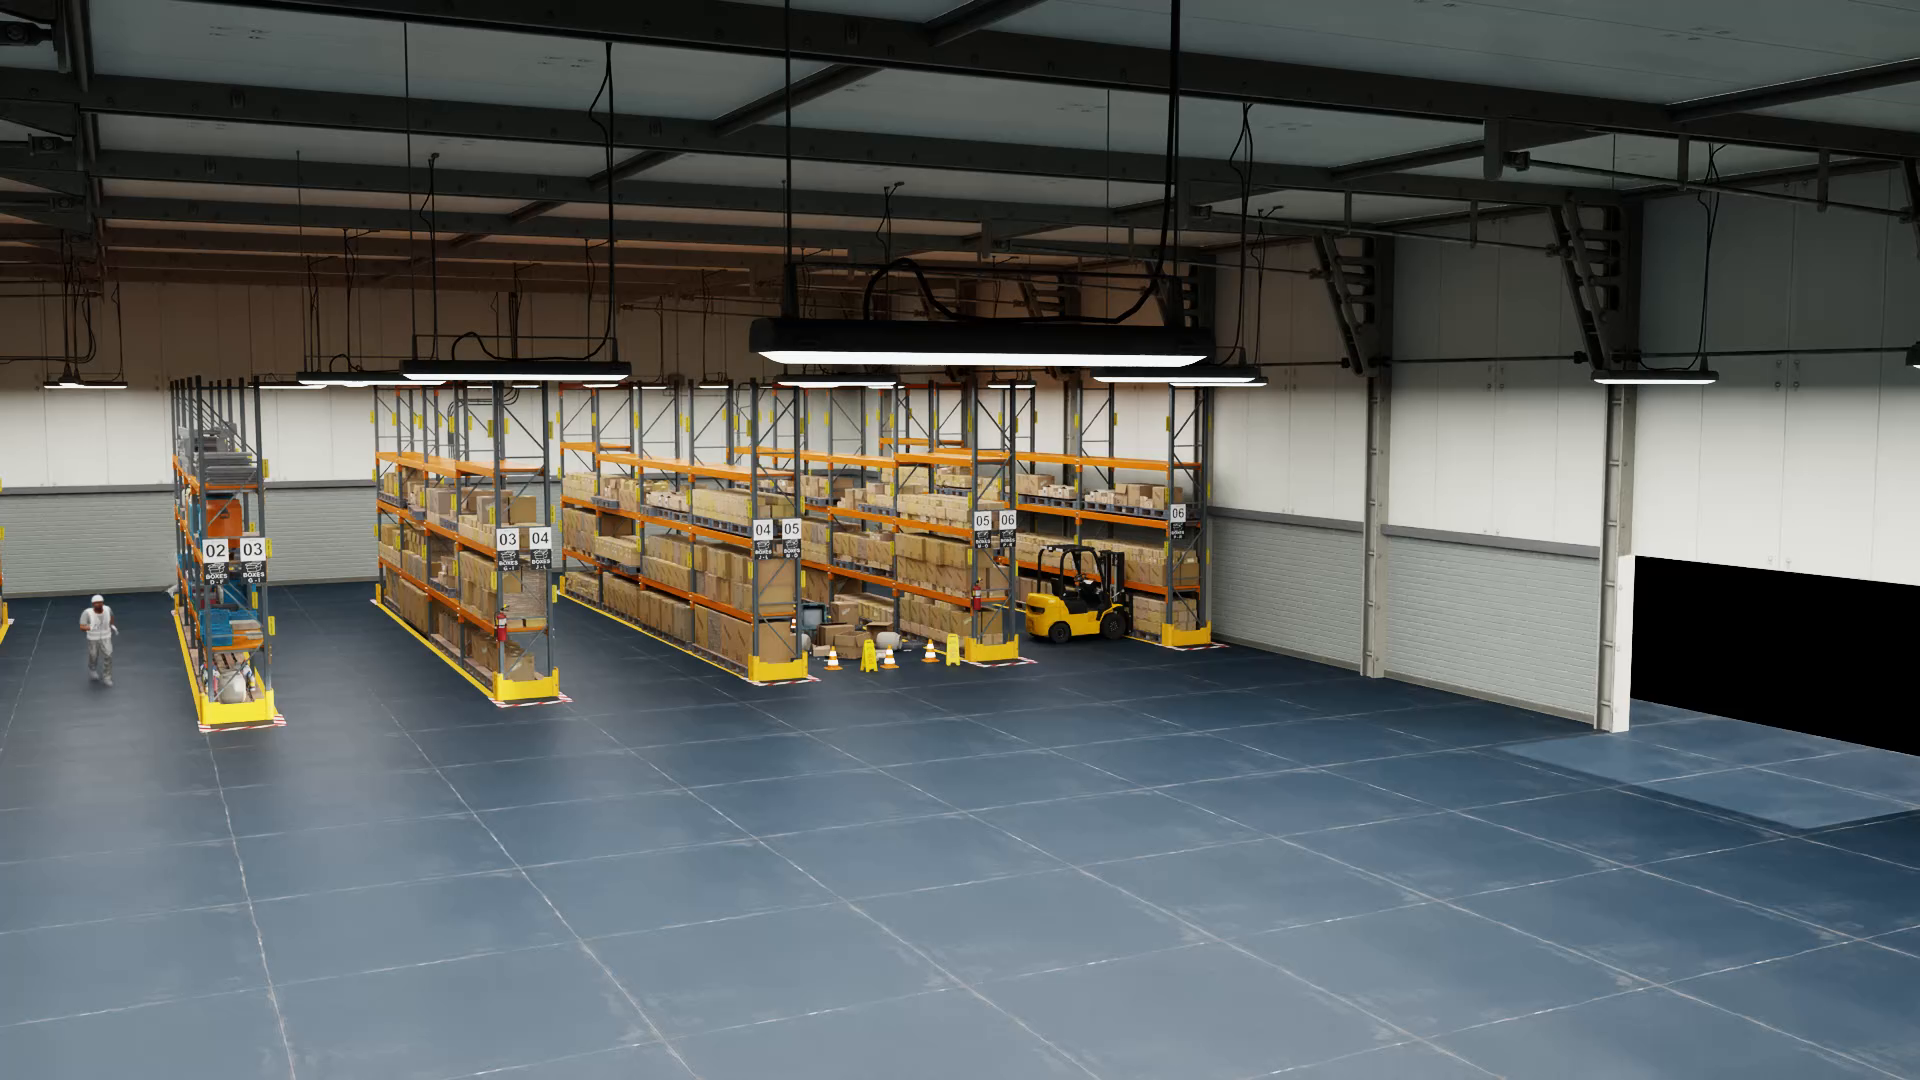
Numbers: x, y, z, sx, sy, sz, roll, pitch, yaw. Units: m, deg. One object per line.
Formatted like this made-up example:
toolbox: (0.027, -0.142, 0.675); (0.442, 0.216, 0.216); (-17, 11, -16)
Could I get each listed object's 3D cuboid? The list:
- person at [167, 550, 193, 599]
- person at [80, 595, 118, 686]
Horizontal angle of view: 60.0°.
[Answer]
person: (-21.203, 0.883, 45.638); (1.169, 1.577, 0.699); (1, 5, 10)
person: (-16.893, 1.940, 32.623); (0.711, 1.767, 1.009); (-4, 6, -38)
